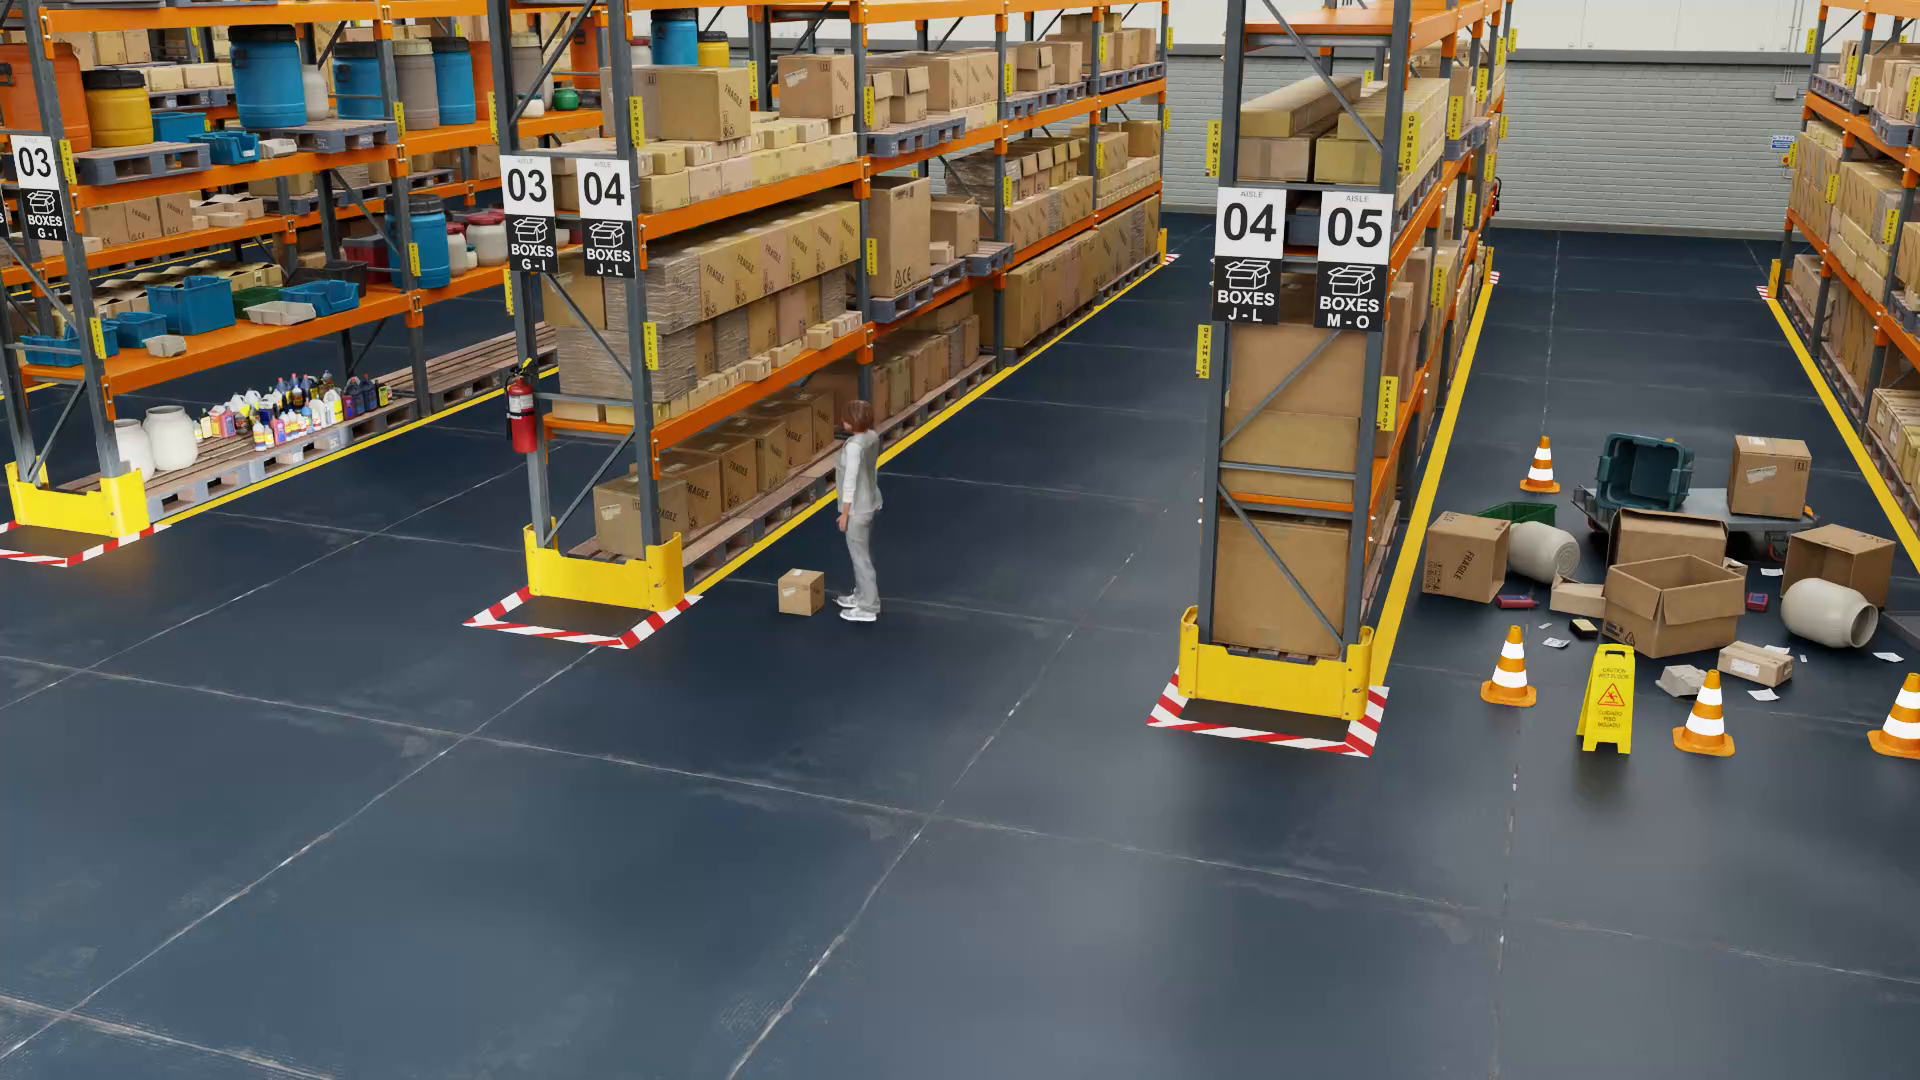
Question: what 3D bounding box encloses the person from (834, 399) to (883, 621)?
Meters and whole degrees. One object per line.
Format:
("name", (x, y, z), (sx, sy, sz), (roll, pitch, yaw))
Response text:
("person", (-0.749, -0.216, 11.693), (0.426, 1.598, 0.408), (7, 20, 18))
